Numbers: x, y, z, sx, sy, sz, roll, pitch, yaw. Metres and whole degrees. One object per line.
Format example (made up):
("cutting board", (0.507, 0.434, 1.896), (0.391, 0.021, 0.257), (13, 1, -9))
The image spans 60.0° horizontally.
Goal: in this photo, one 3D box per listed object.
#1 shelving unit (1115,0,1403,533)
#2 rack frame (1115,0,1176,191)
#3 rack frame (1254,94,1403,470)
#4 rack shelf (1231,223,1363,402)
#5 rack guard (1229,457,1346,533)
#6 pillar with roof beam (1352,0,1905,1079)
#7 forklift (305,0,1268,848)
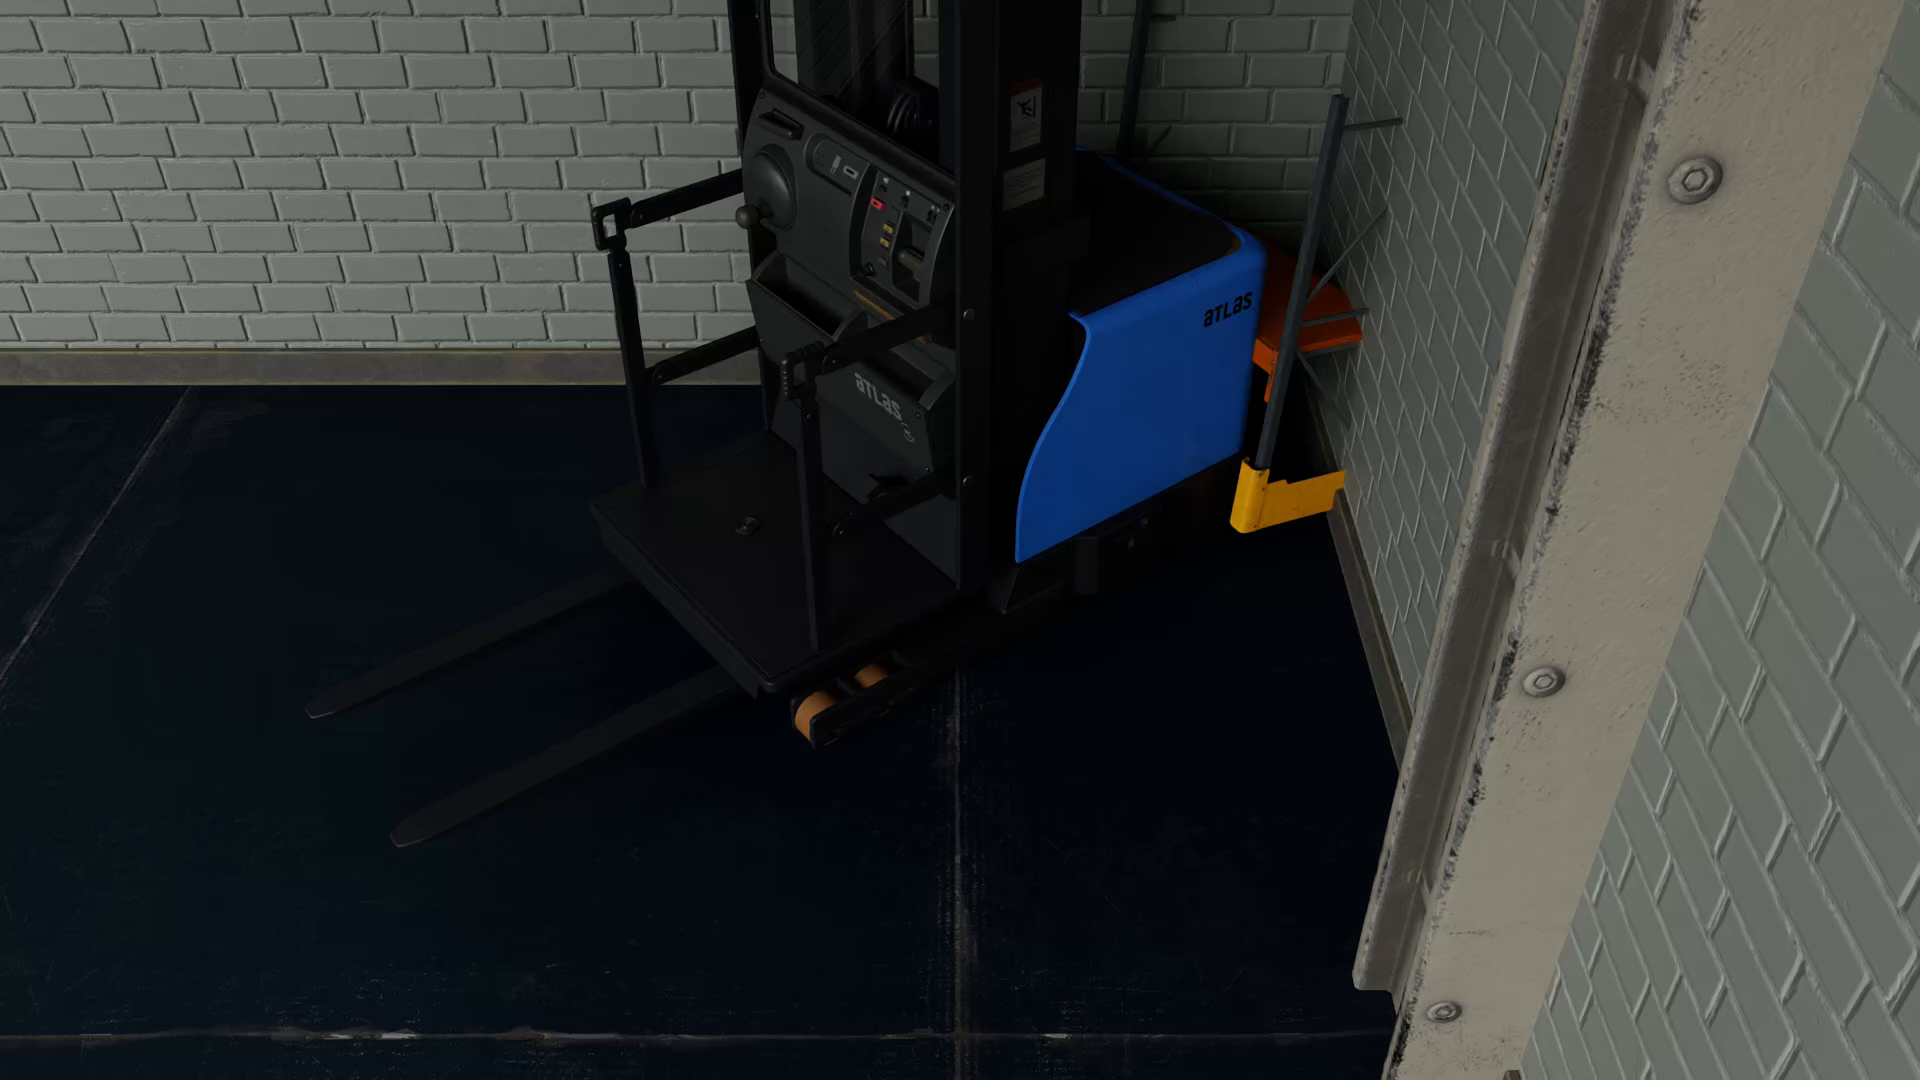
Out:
("shelving unit", (1.005, -0.984, 5.671), (0.587, 1.500, 1.083), (-14, 39, -25))
("rack frame", (0.759, -1.260, 6.033), (0.500, 1.500, 0.032), (-14, 39, -25))
("rack frame", (1.242, -0.717, 5.322), (0.500, 1.500, 0.032), (-14, 39, -25))
("rack shelf", (0.987, -0.842, 5.780), (0.538, 0.185, 1.000), (-14, 39, -25))
("rack guard", (1.194, -0.207, 5.680), (0.587, 0.250, 0.087), (-14, 39, -25))
("pillar with roof beam", (-3.128, -2.259, 1.372), (9.100, 9.000, 0.400), (0, 39, 0))
("forklift", (-0.491, -0.905, 4.535), (3.031, 2.935, 1.130), (-26, 45, -29))
